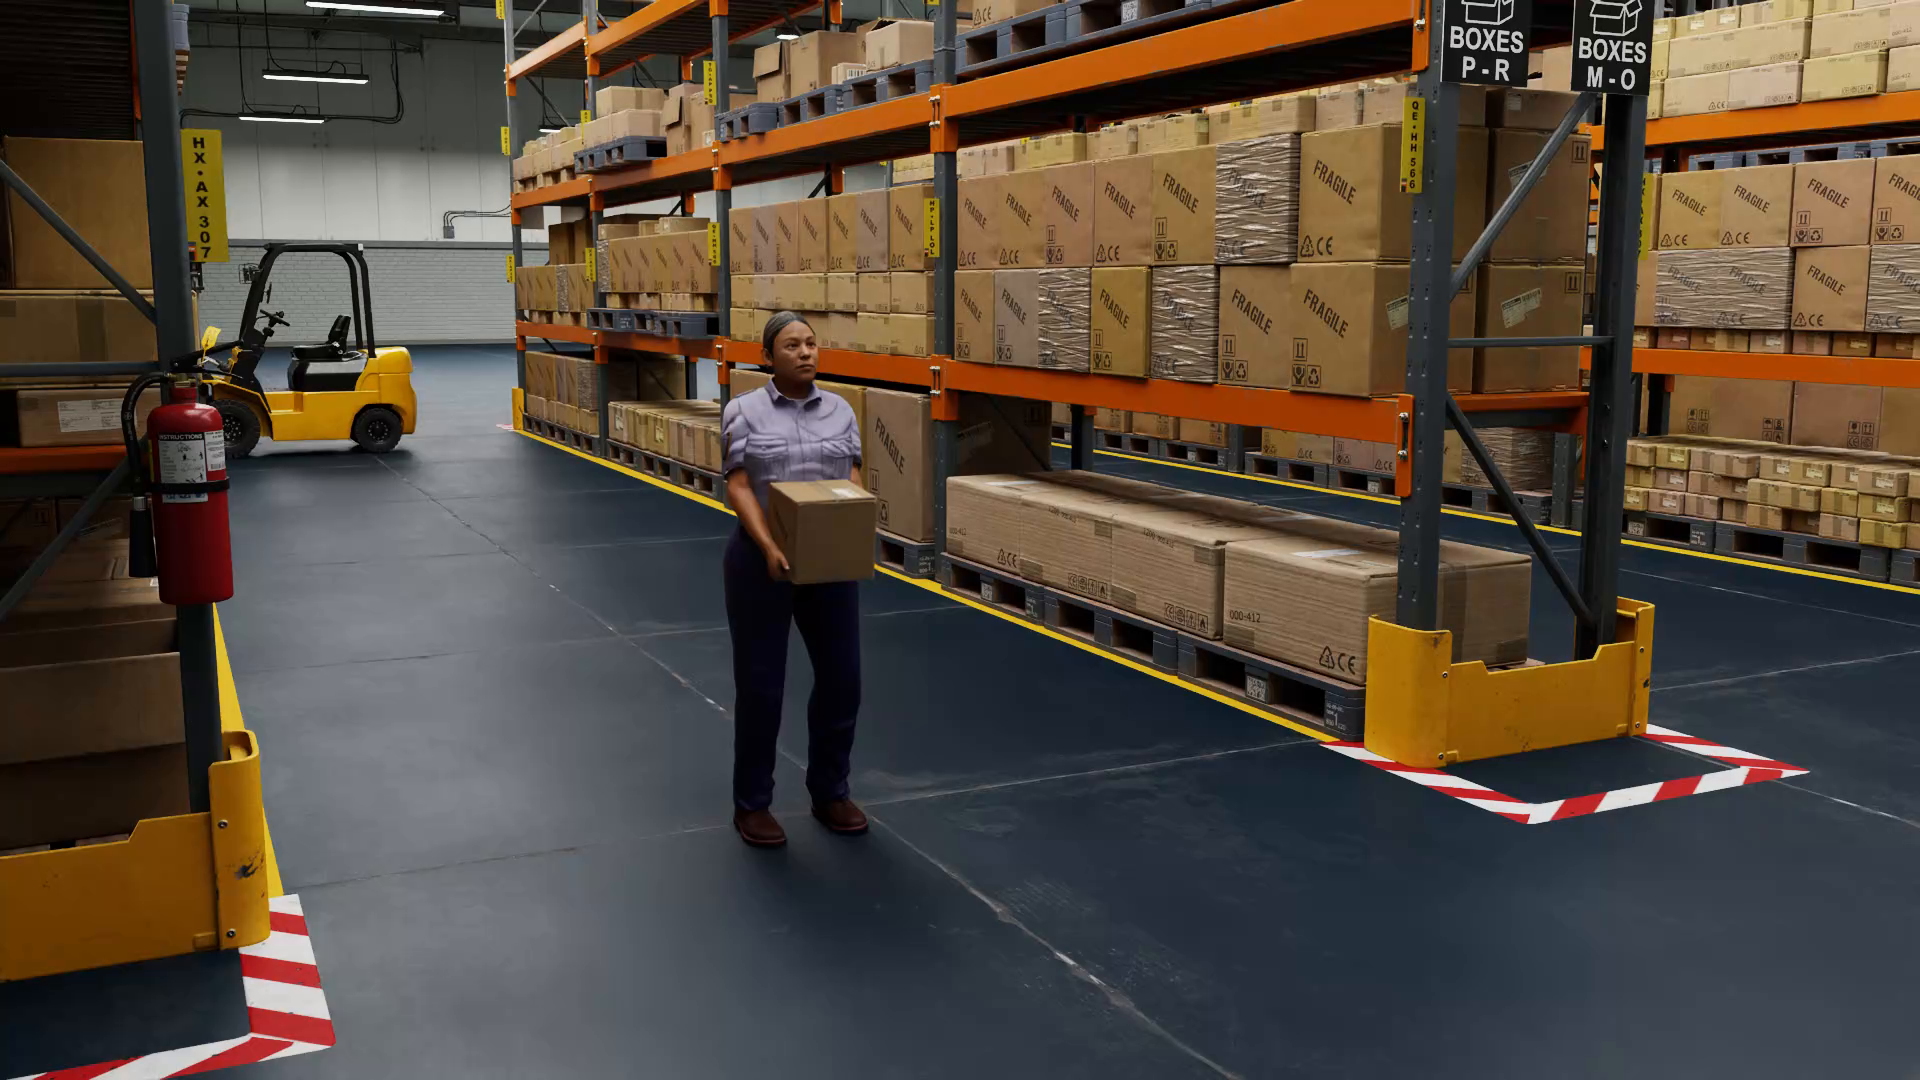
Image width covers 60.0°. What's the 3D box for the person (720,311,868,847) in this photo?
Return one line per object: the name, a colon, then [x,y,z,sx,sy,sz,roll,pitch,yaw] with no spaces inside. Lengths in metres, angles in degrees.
person: [-0.484,0.121,5.142,0.453,1.636,0.524,-4,10,-25]
